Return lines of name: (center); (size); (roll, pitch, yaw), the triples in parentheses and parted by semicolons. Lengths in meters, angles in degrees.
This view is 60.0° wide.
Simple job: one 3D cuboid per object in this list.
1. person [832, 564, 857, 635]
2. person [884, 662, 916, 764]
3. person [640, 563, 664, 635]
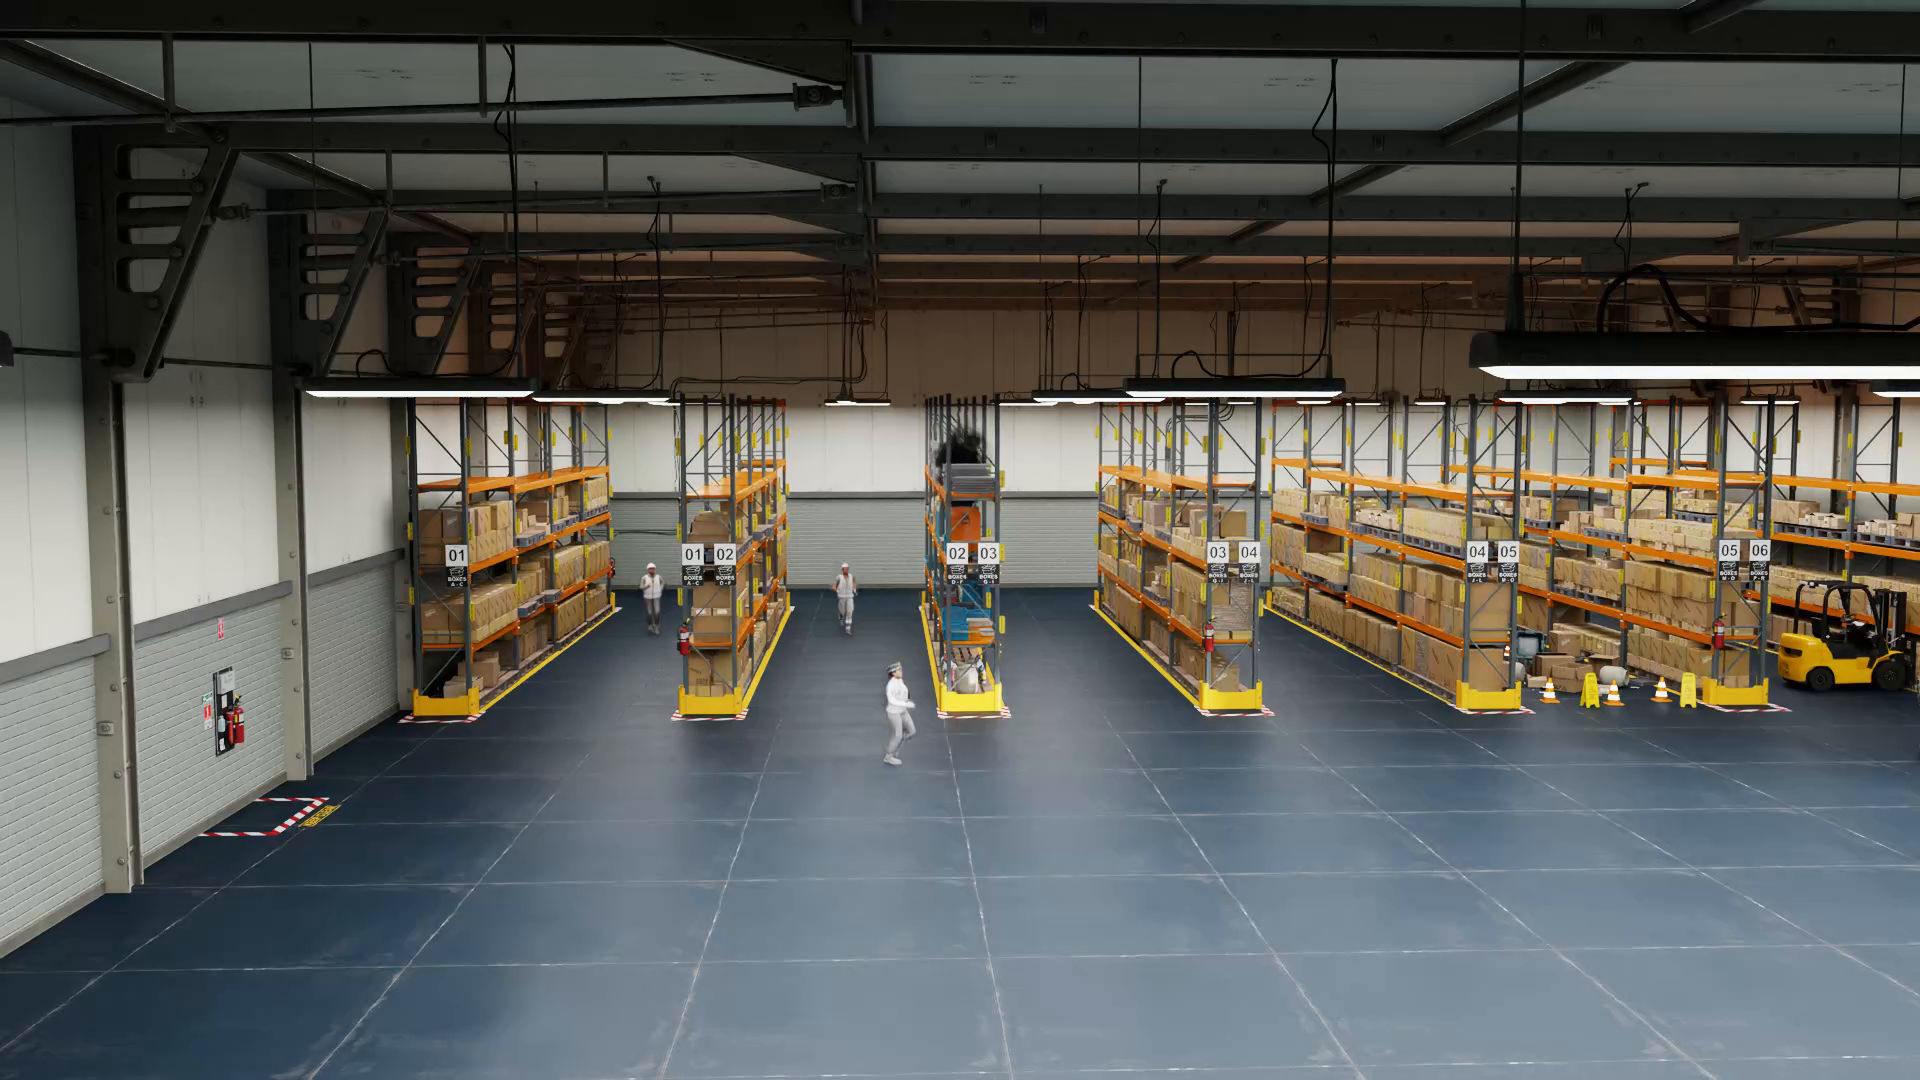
person: (-2.923, 1.486, 42.408); (0.658, 1.779, 0.947); (-1, 5, -14)
person: (-0.960, 2.778, 26.766); (0.558, 1.659, 0.599); (2, 5, 22)
person: (-7.828, 1.499, 42.304); (0.639, 1.828, 0.734); (-1, 5, -14)
